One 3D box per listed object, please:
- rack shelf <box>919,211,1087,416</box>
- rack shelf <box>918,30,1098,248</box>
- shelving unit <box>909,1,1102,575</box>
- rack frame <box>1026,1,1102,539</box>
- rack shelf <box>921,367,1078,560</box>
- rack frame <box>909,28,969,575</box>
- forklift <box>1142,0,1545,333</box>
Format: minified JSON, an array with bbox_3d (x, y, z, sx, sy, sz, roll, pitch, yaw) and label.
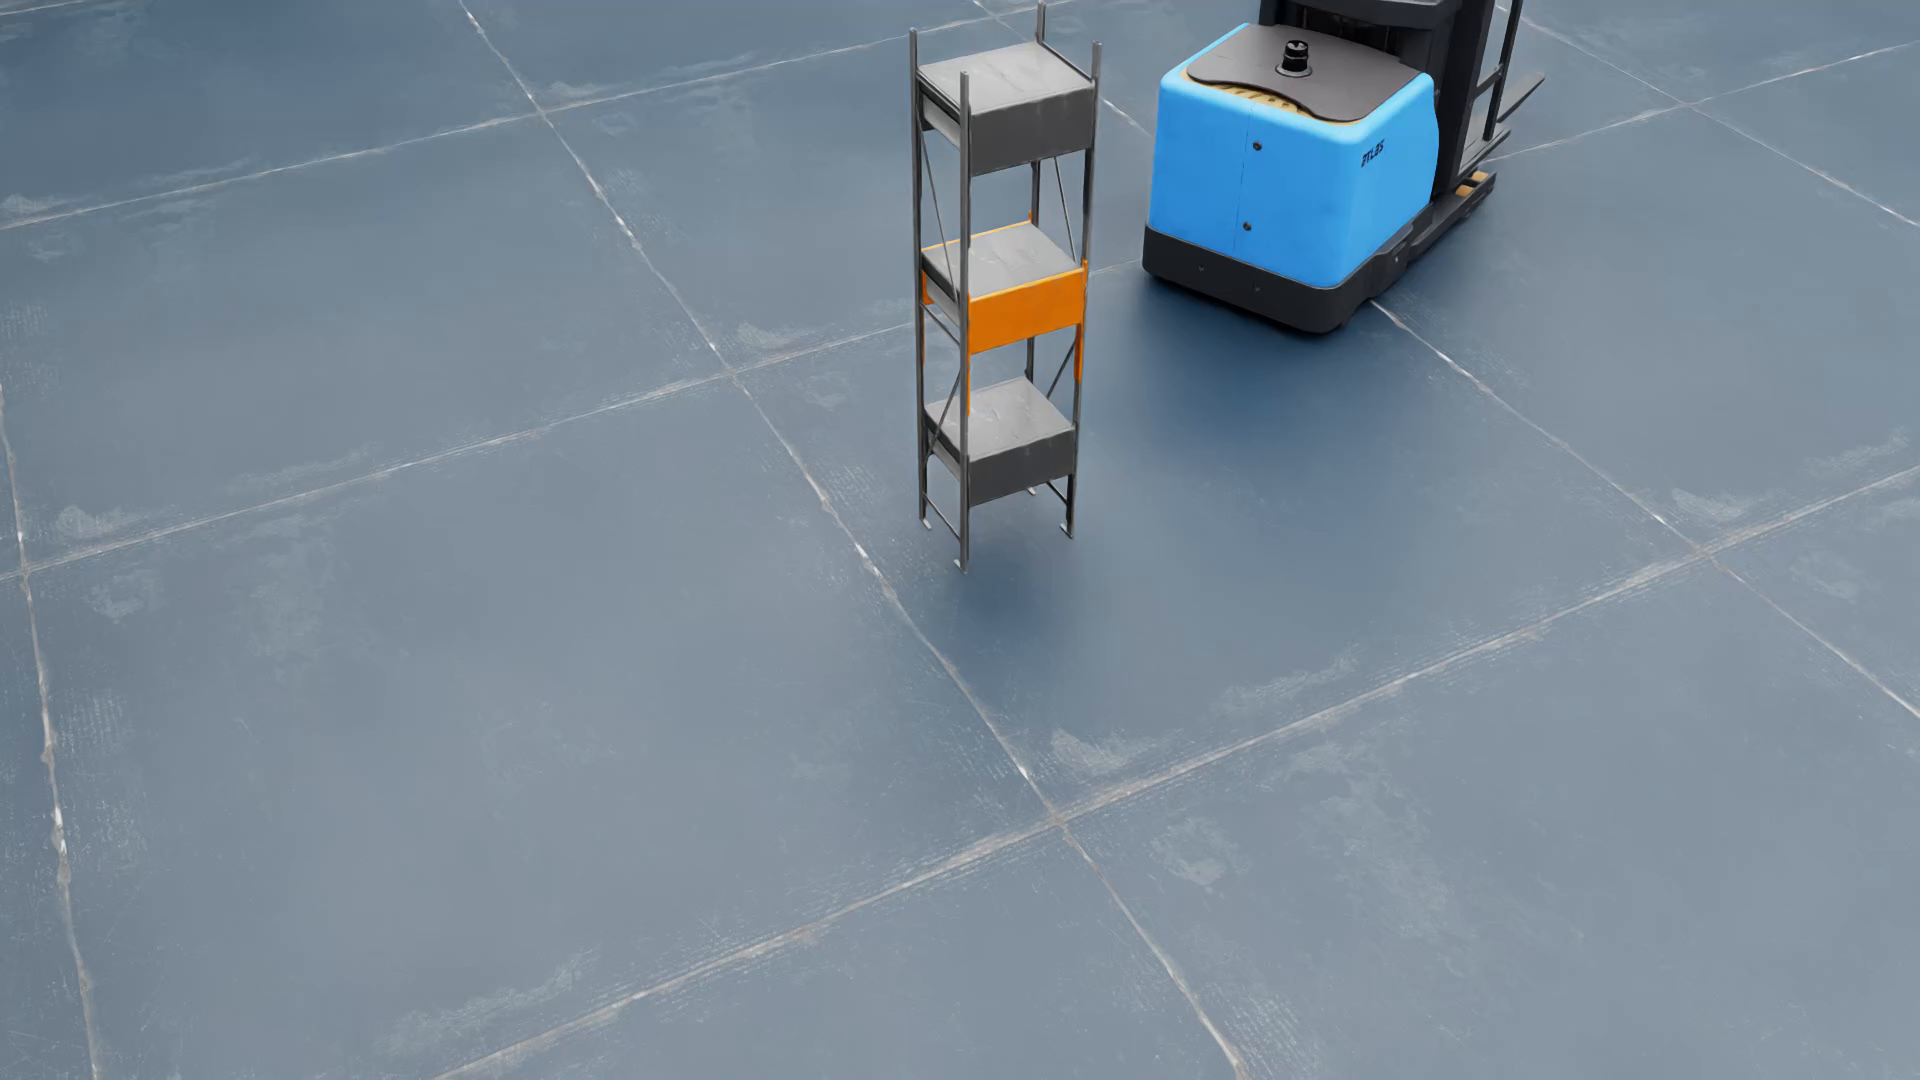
[{"bbox_3d":[0.147,-0.840,6.139,0.480,0.518,0.431,-19,44,-21],"label":"rack shelf"},{"bbox_3d":[0.147,-1.375,5.687,0.480,0.518,0.431,-19,44,-21],"label":"rack shelf"},{"bbox_3d":[0.147,-0.851,6.130,0.503,2.100,0.431,-19,44,-21],"label":"shelving unit"},{"bbox_3d":[0.363,-0.924,6.216,0.015,2.100,0.400,-19,44,-21],"label":"rack frame"},{"bbox_3d":[0.147,-0.306,6.591,0.480,0.518,0.431,-19,44,-21],"label":"rack shelf"},{"bbox_3d":[-0.070,-0.778,6.044,0.015,2.100,0.400,-19,44,-21],"label":"rack frame"},{"bbox_3d":[2.193,-2.988,8.011,1.130,2.935,3.031,26,47,27],"label":"forklift"}]
